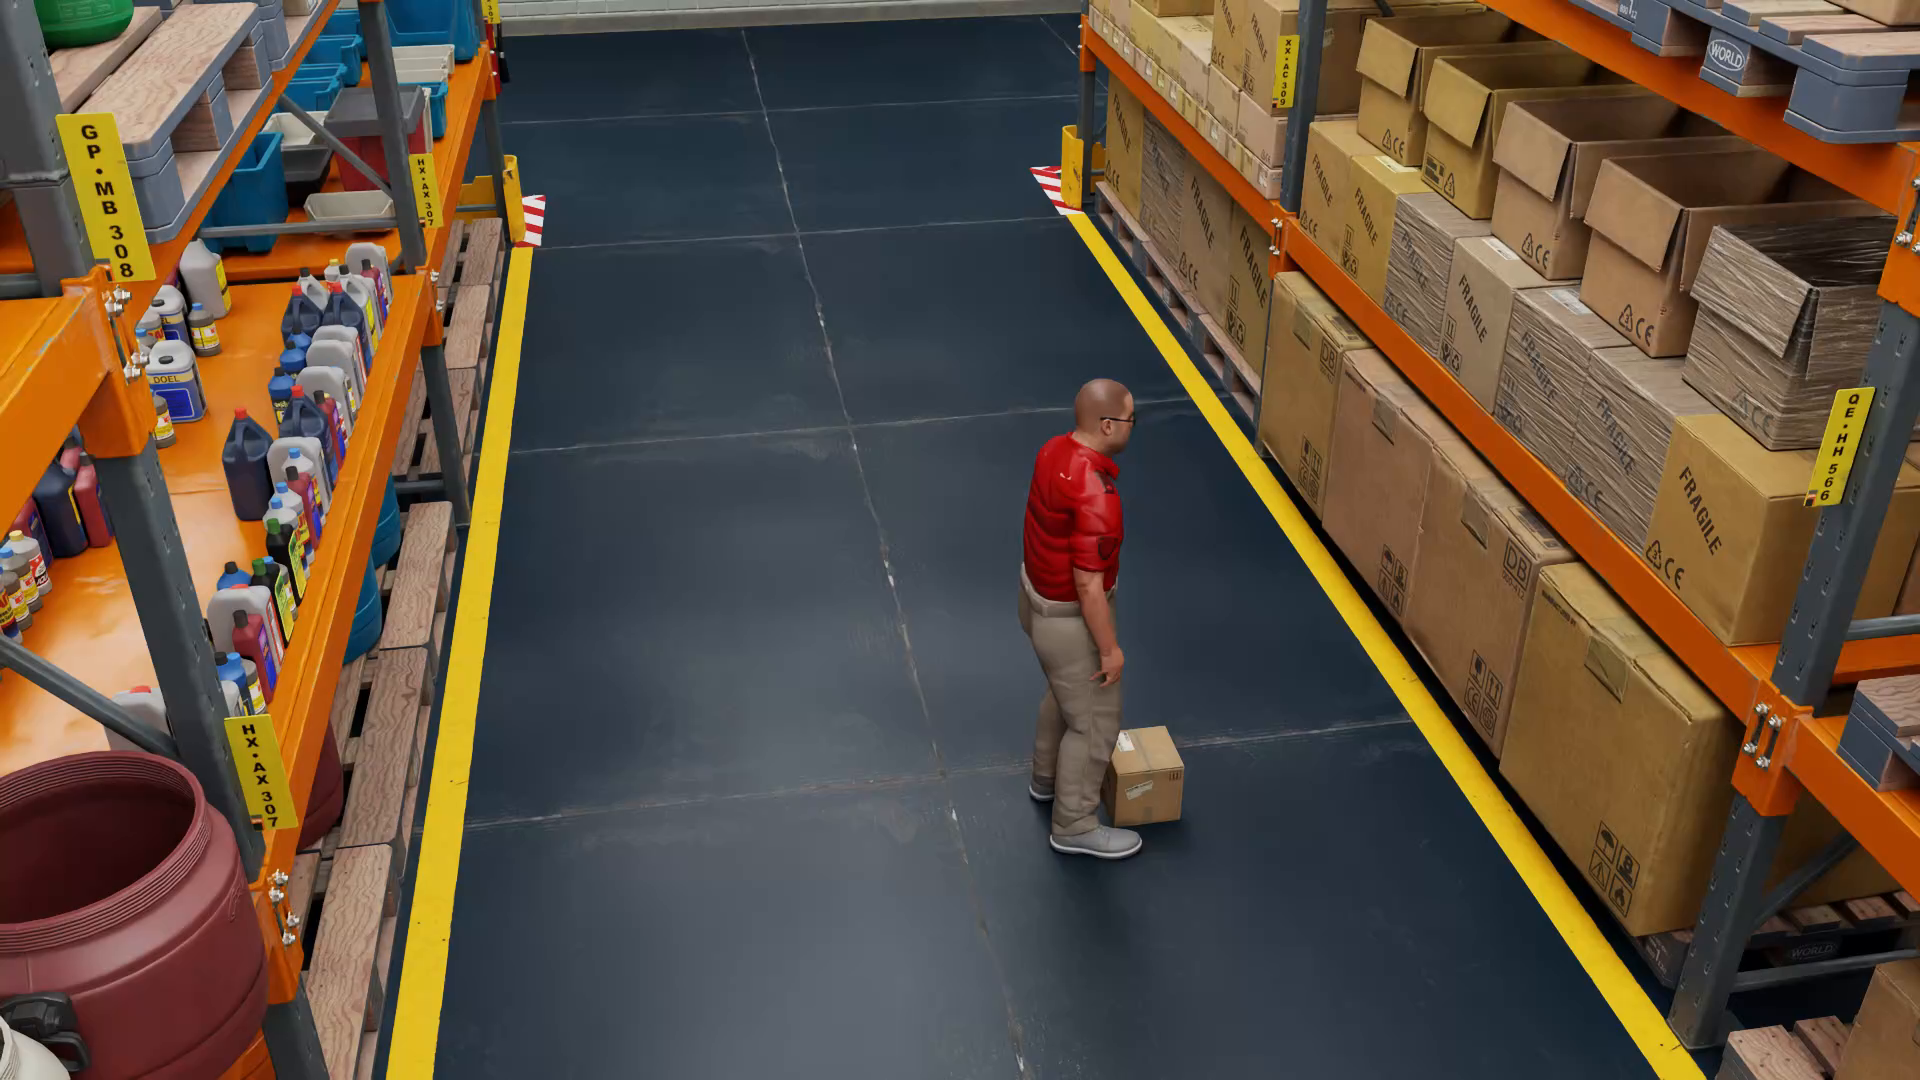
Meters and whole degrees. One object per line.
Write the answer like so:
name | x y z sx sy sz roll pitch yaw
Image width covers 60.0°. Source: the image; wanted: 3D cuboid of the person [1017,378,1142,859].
person | 0.414 0.258 5.708 0.397 1.726 0.600 -7 31 -12
